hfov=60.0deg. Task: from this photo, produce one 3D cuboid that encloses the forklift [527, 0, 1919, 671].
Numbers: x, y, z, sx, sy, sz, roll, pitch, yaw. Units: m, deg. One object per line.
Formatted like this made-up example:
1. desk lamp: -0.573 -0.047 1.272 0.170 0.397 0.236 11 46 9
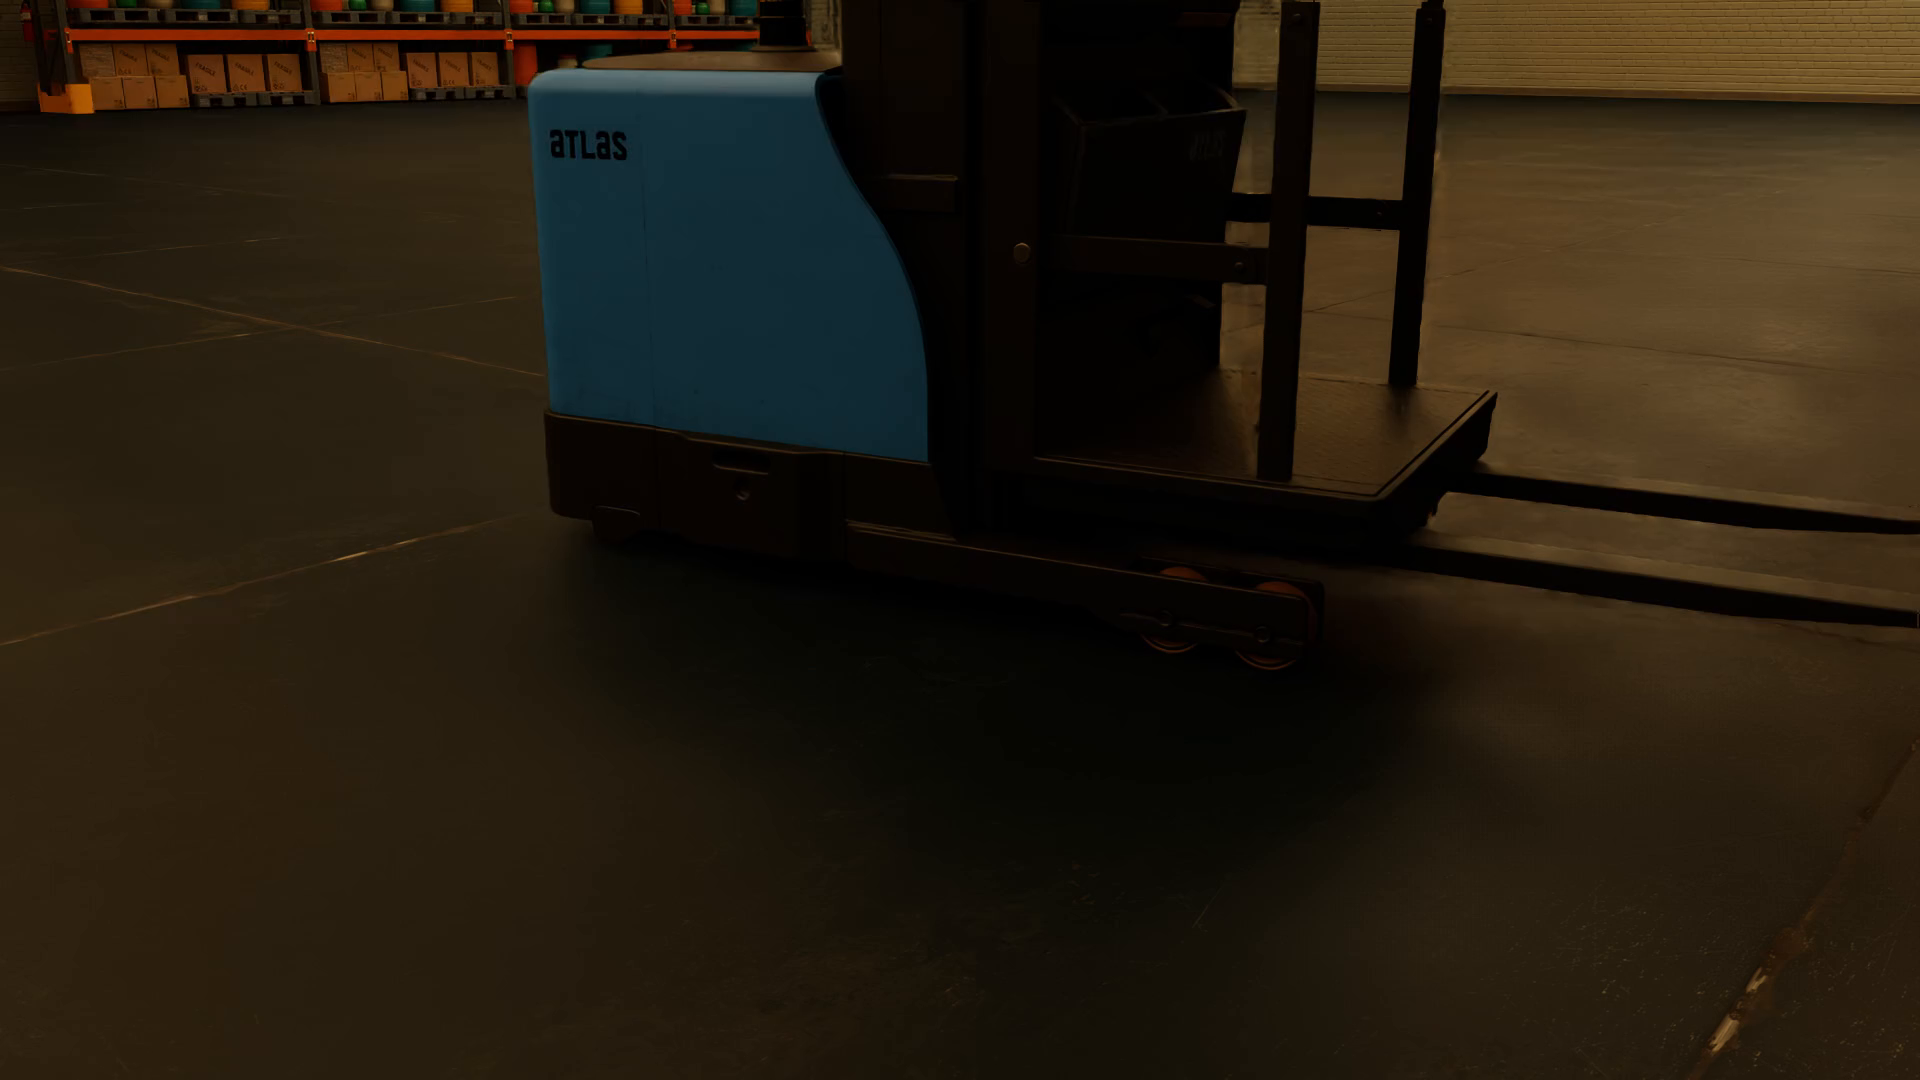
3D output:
1. forklift: 0.574 -1.332 3.284 3.031 2.935 1.130 9 19 26
